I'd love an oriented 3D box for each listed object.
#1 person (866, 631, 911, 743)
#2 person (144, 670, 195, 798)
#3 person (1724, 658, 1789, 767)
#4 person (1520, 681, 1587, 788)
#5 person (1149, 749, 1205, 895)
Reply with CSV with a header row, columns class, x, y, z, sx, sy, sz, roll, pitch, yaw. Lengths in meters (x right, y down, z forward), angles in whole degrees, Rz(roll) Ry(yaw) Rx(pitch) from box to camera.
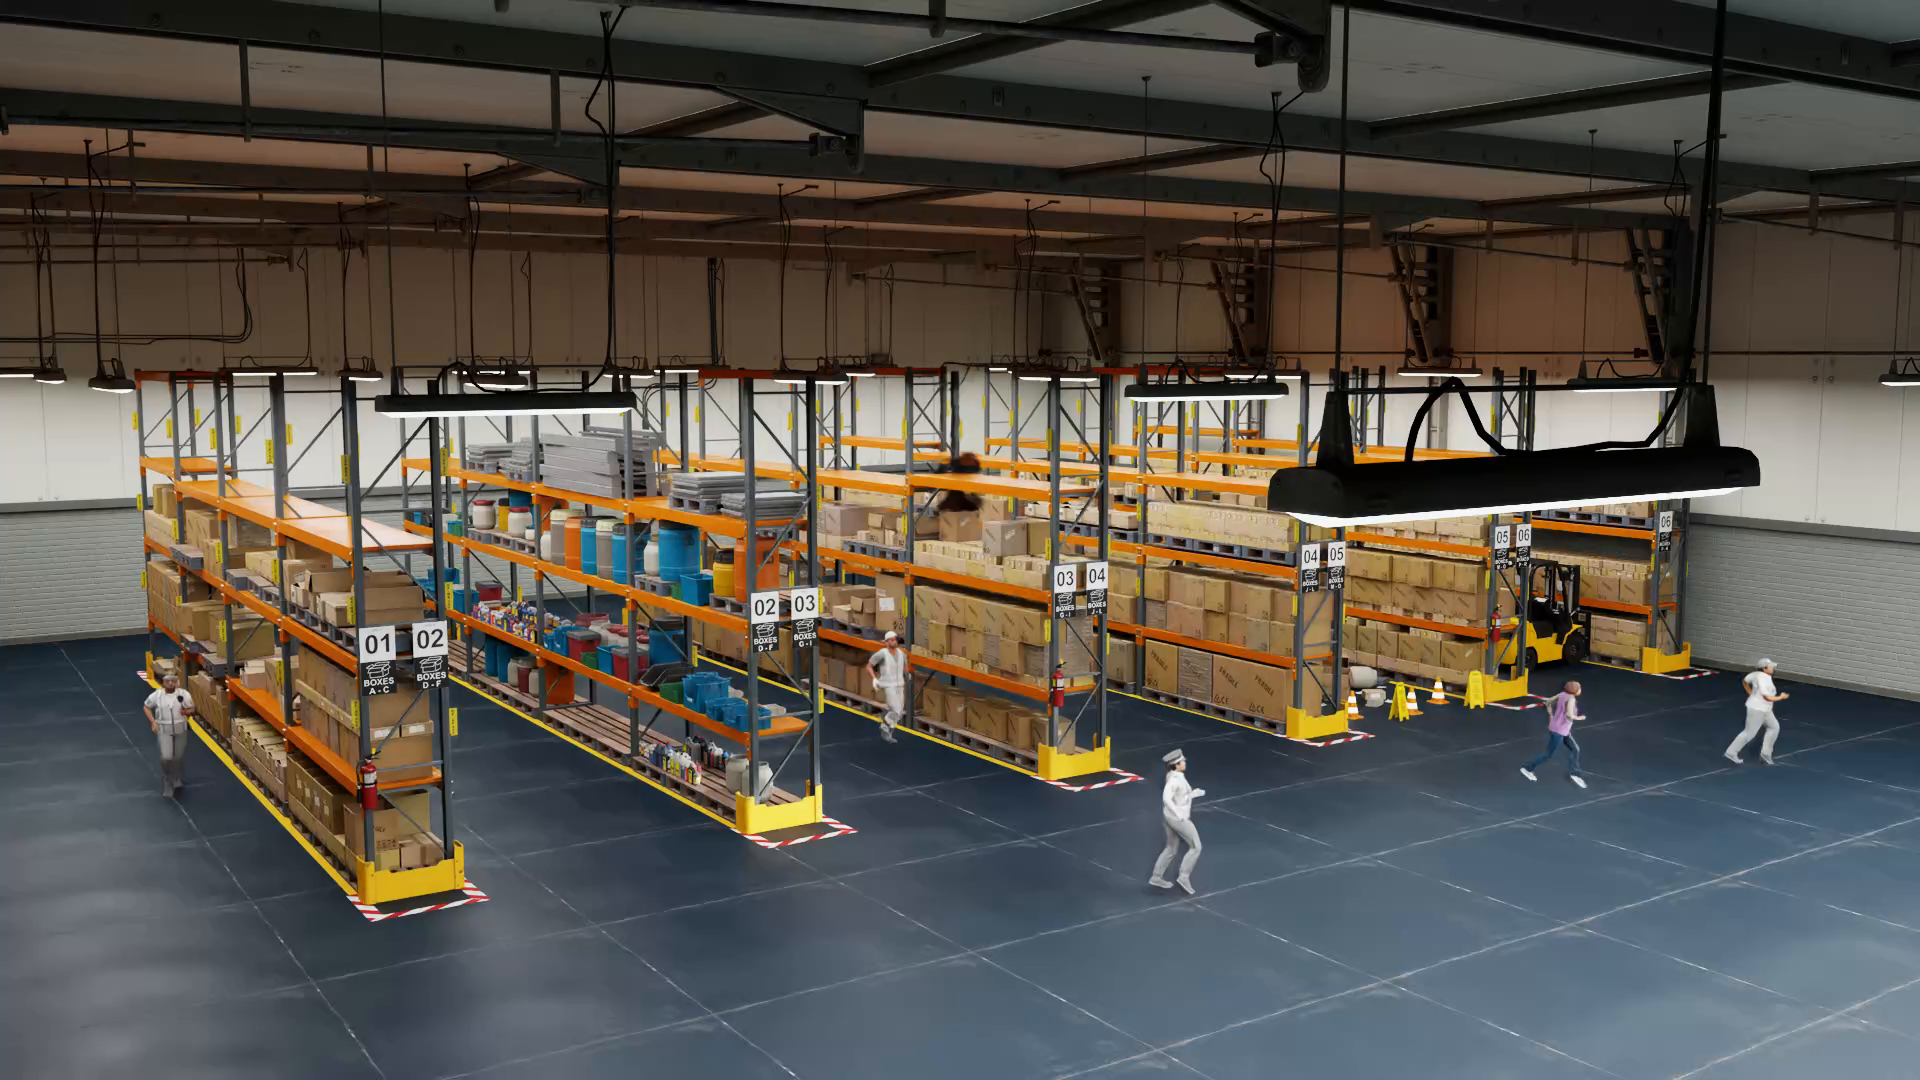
class,x,y,z,sx,sy,sz,roll,pitch,yaw
person,-1.018,2.281,25.651,0.659,1.758,0.599,-6,8,-40
person,-11.297,2.782,23.844,0.639,1.840,0.719,-4,8,-34
person,12.206,2.644,25.480,0.871,1.708,0.611,2,7,20
person,8.666,2.827,24.203,0.951,1.596,0.539,1,7,10
person,2.564,3.302,19.488,0.676,1.739,0.592,-1,7,-9
